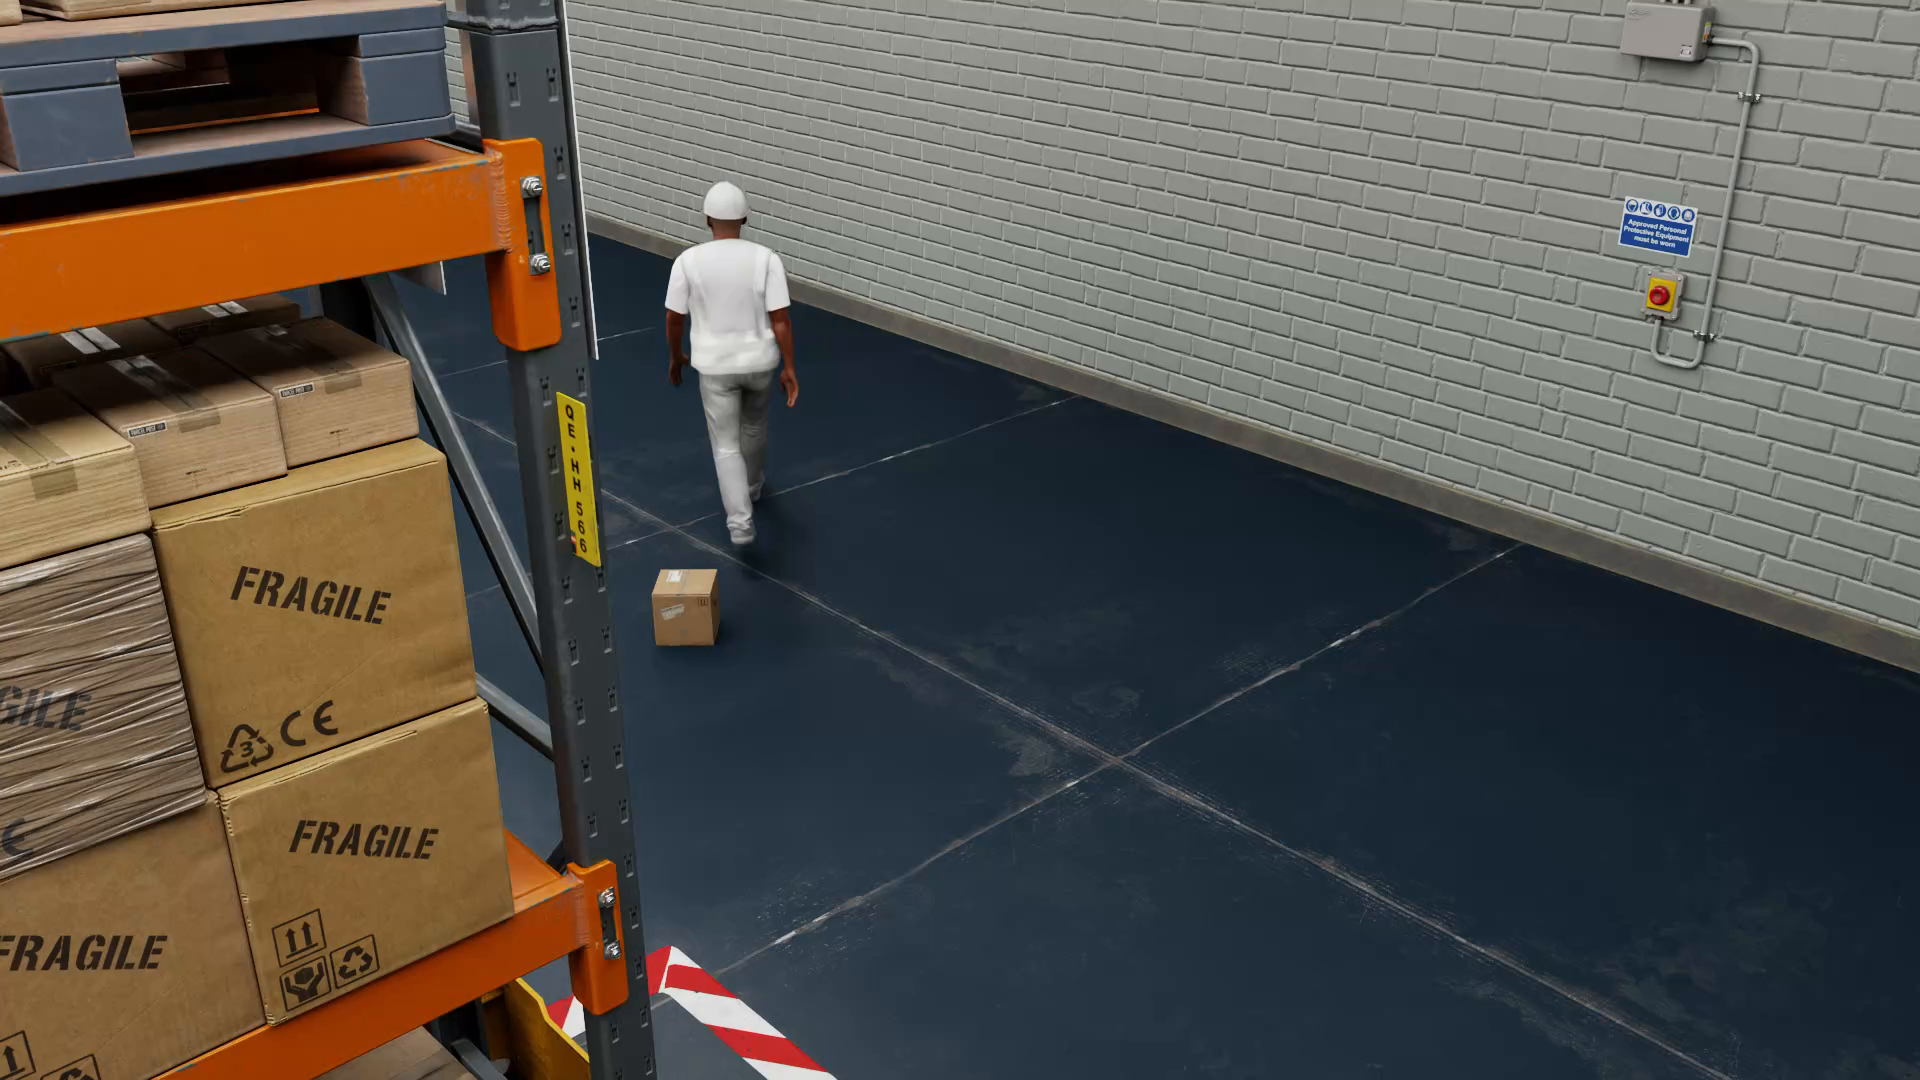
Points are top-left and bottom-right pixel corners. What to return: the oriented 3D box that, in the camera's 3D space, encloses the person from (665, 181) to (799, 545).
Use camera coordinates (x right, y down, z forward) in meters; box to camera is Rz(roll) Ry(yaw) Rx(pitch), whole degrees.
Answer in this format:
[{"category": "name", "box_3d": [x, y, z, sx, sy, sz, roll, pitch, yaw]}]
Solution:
[{"category": "person", "box_3d": [-1.105, -0.866, 8.039, 0.600, 1.712, 1.095, -6, 25, -12]}]
